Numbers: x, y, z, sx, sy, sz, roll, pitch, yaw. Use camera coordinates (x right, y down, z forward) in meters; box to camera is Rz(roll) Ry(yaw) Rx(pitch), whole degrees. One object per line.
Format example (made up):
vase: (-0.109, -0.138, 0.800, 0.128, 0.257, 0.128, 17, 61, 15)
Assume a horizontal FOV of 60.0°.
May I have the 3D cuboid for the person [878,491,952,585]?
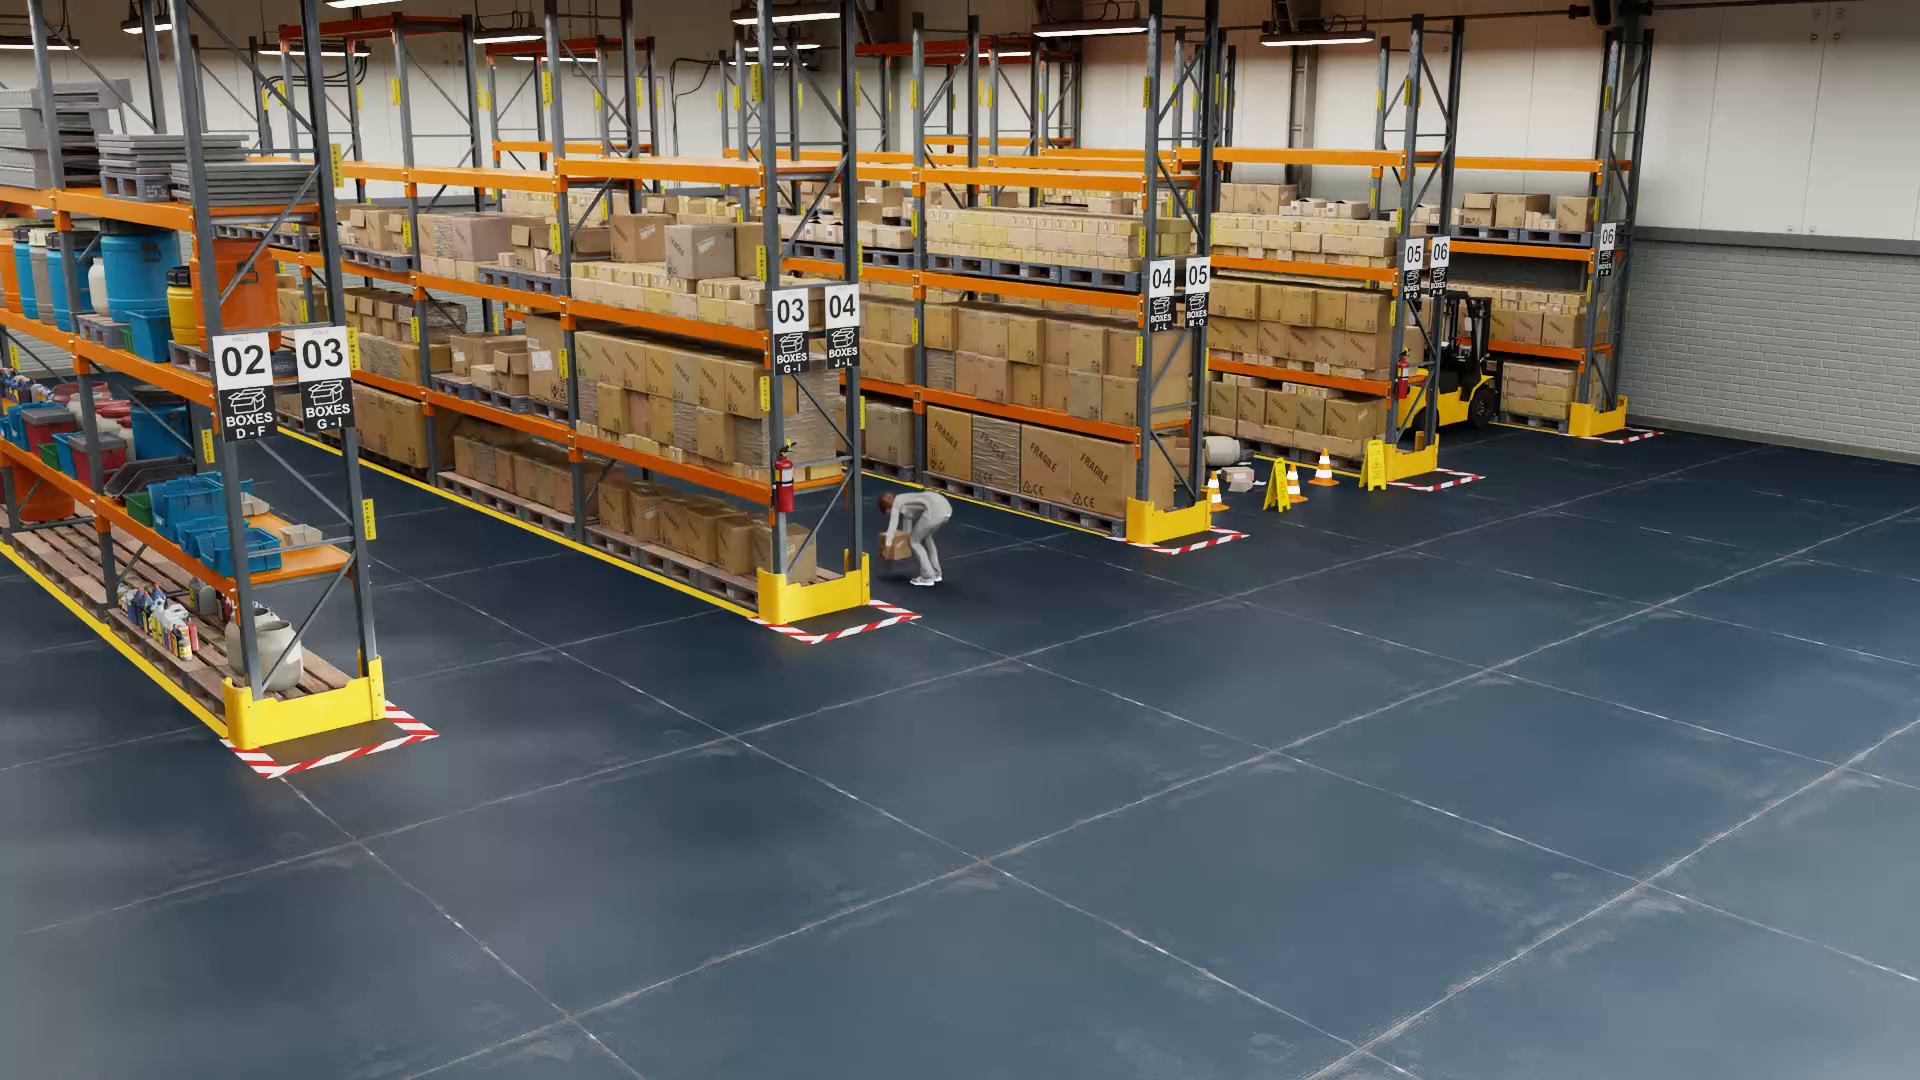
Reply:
person: (-0.494, -0.033, 17.461, 0.871, 0.949, 0.398, 8, 17, 30)
